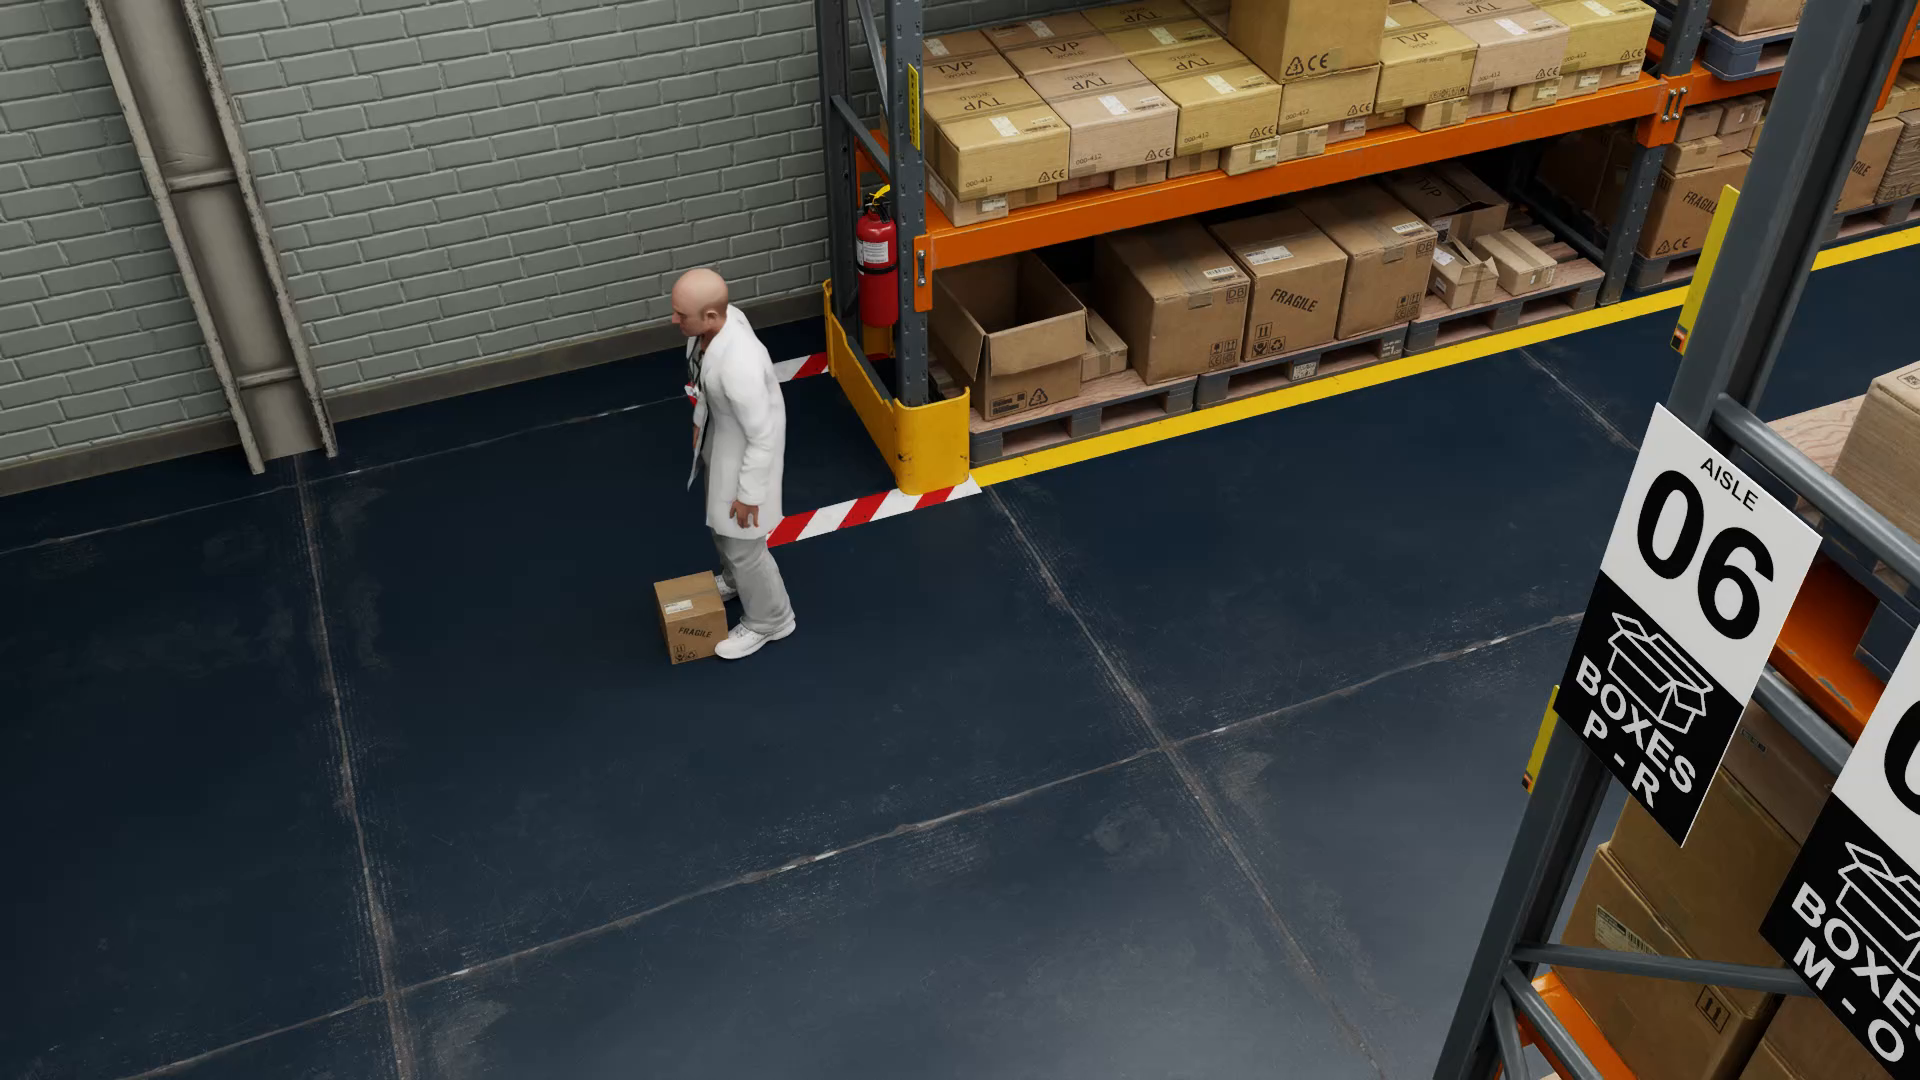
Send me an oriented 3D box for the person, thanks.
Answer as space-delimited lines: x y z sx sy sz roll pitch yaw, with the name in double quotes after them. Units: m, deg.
-0.890 -0.314 6.529 0.416 1.774 0.652 -16 44 -17 "person"
